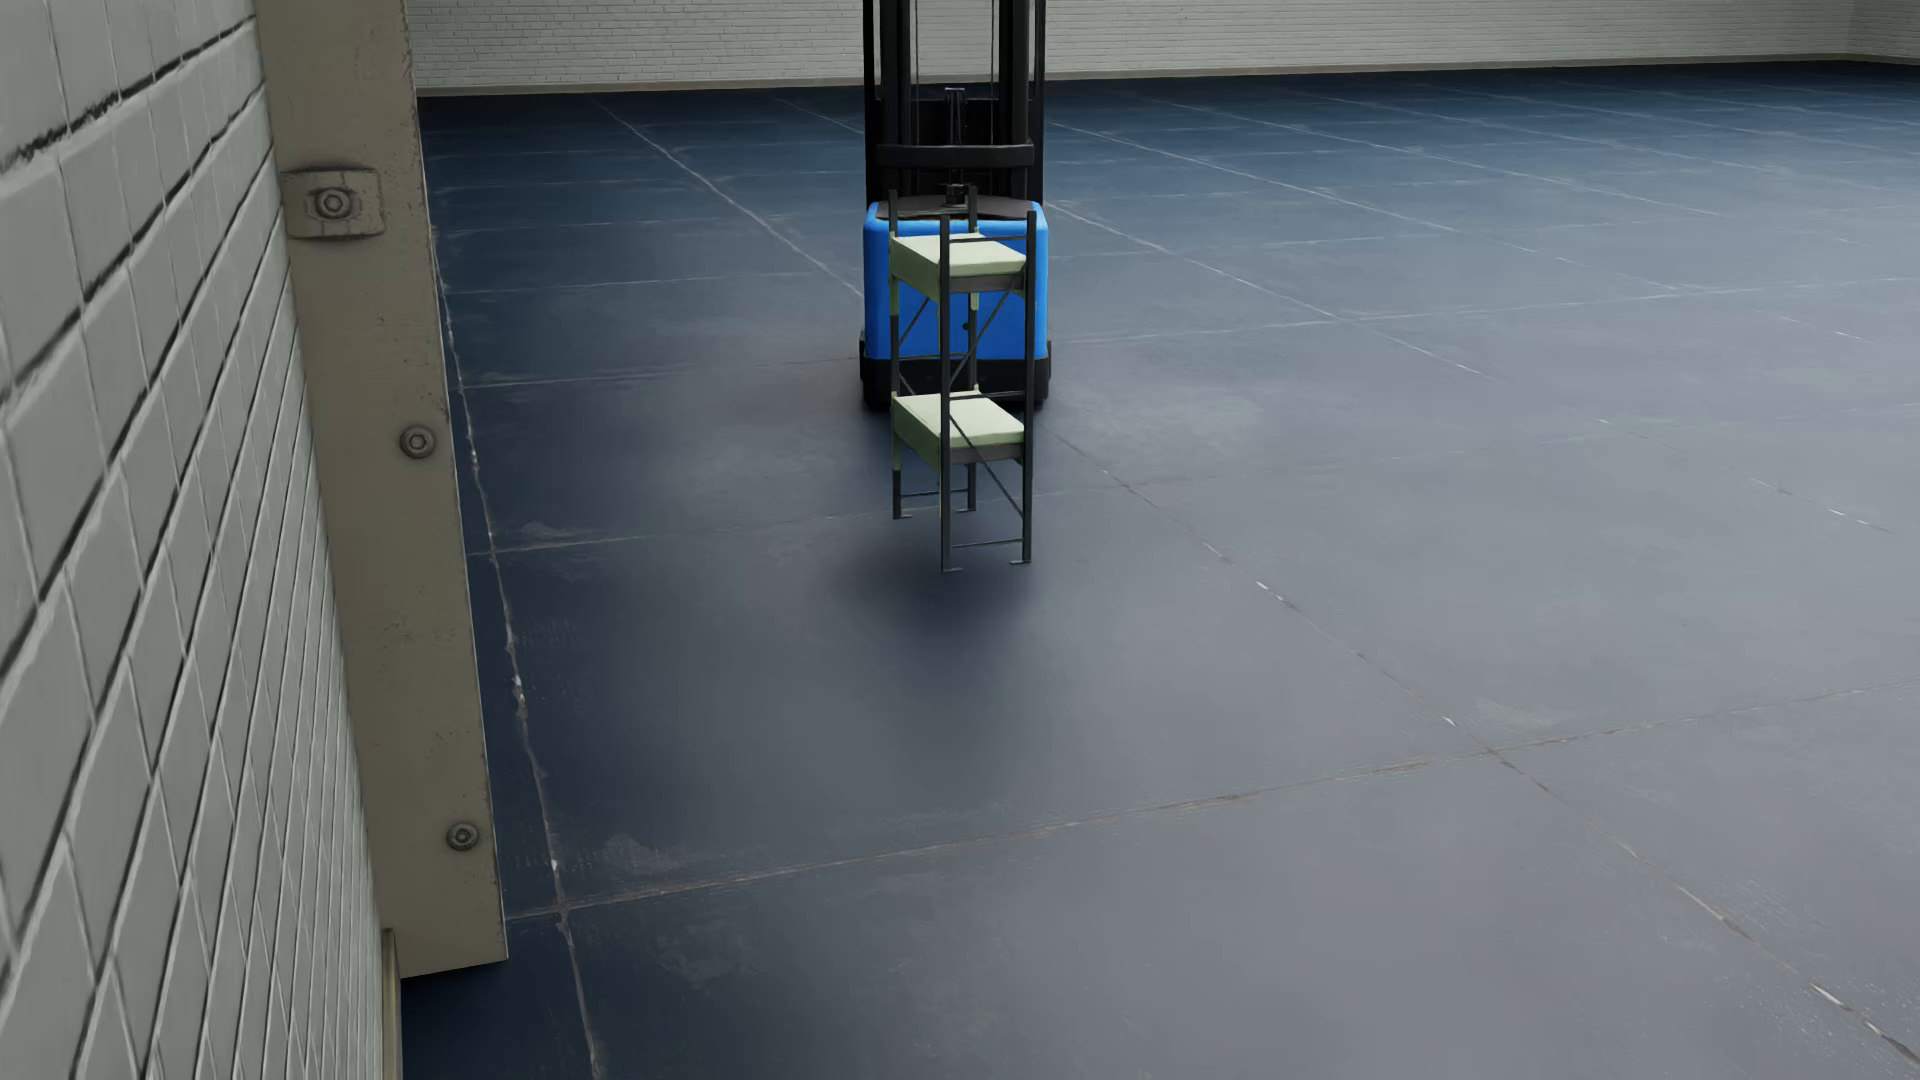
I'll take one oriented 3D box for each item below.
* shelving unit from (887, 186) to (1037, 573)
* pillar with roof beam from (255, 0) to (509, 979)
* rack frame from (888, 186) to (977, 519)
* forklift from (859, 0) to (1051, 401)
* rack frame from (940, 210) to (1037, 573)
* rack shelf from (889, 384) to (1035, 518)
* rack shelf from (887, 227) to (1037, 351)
[{"bbox_3d":[-0.002,-0.708,7.169,0.431,1.500,0.755,-6,21,-17],"label":"shelving unit"},{"bbox_3d":[2.695,-3.641,4.241,9.100,9.000,0.400,-6,21,-17],"label":"pillar with roof beam"},{"bbox_3d":[-0.117,-0.825,7.496,0.400,1.500,0.023,-6,21,-17],"label":"rack frame"},{"bbox_3d":[-0.037,-2.607,10.338,1.130,2.935,3.031,0,20,-1],"label":"forklift"},{"bbox_3d":[0.113,-0.591,6.842,0.400,1.500,0.023,-6,21,-17],"label":"rack frame"},{"bbox_3d":[-0.002,-0.401,7.279,0.431,0.370,0.720,-6,21,-17],"label":"rack shelf"},{"bbox_3d":[-0.002,-1.075,7.037,0.431,0.370,0.720,-6,21,-17],"label":"rack shelf"}]
